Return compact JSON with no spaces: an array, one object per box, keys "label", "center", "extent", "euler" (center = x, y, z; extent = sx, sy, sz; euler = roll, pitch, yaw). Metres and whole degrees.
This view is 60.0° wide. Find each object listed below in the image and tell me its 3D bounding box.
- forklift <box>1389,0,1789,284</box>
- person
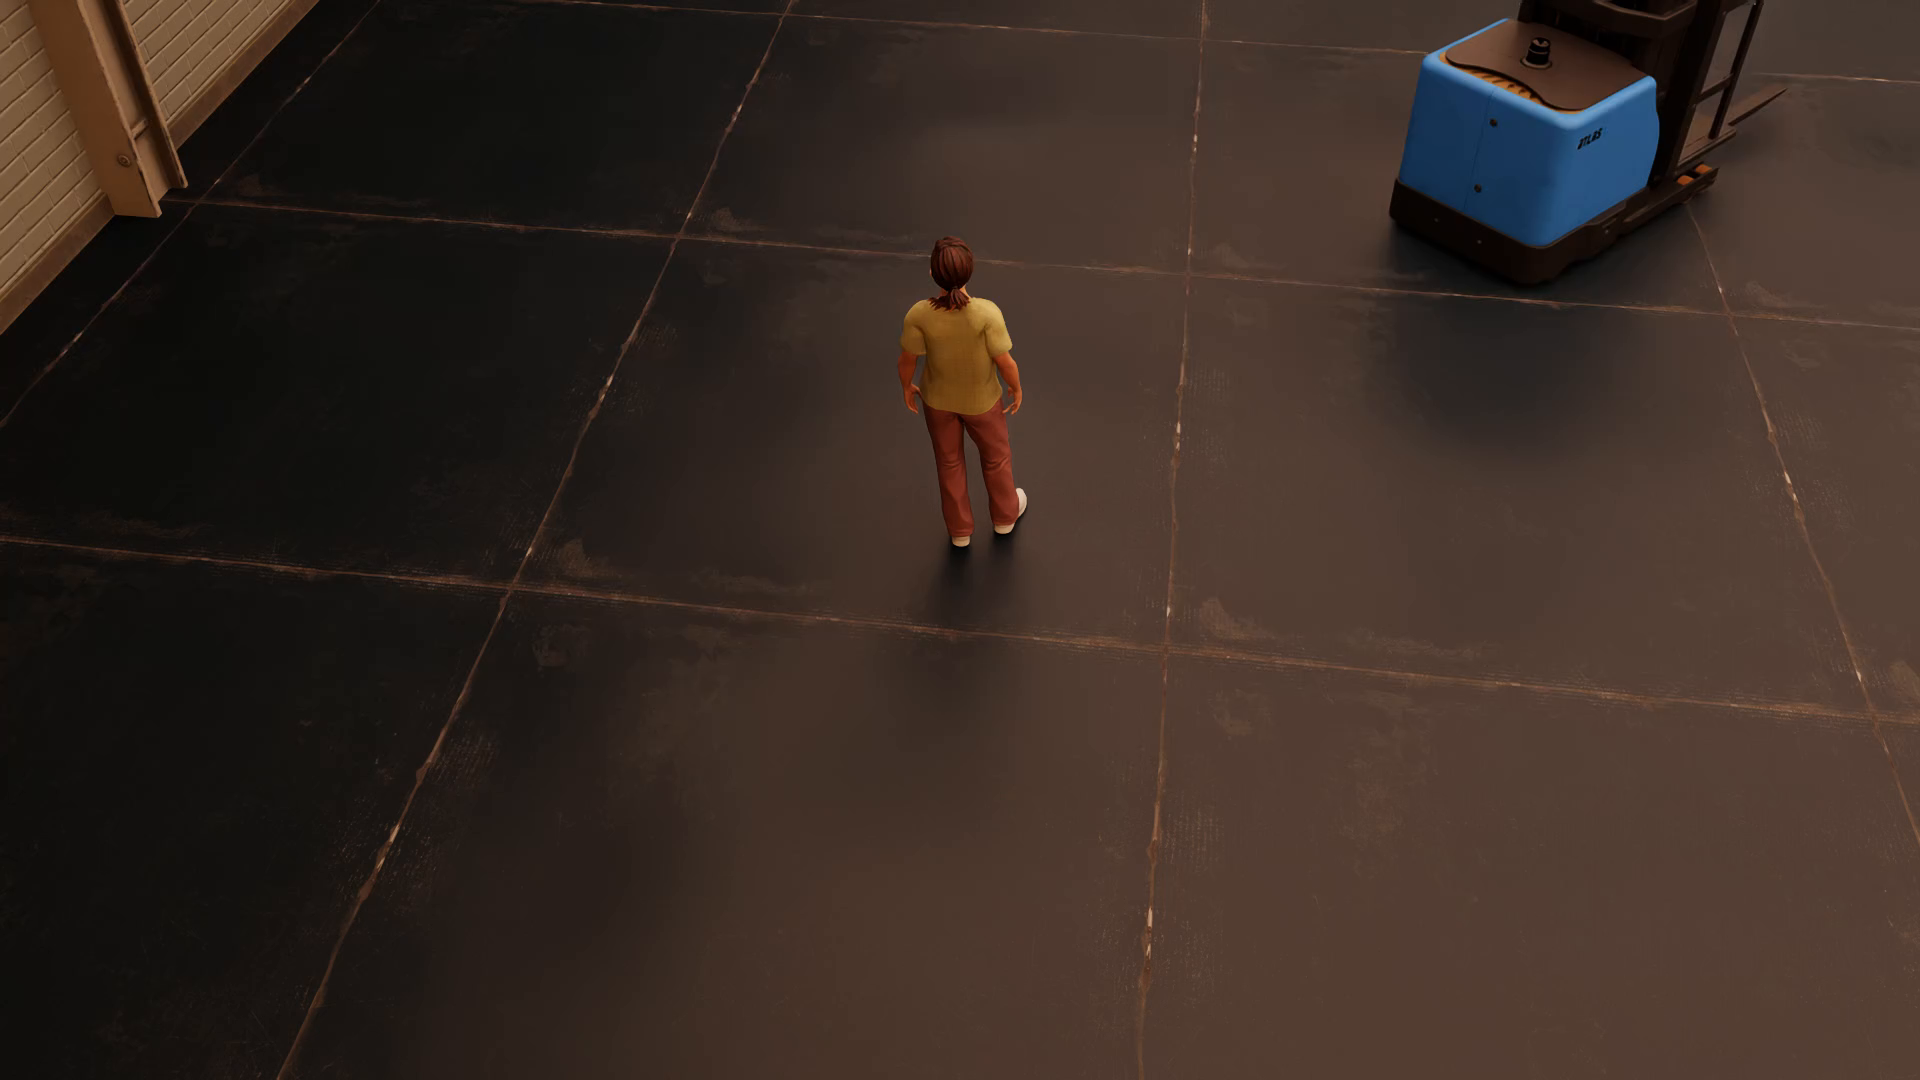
[{"label":"forklift","center":[4.002,-3.369,9.392],"extent":[3.031,2.935,1.130],"euler":[-30,50,-29]},{"label":"person","center":[0.021,-0.671,7.372],"extent":[0.553,1.673,0.548],"euler":[5,43,6]}]
